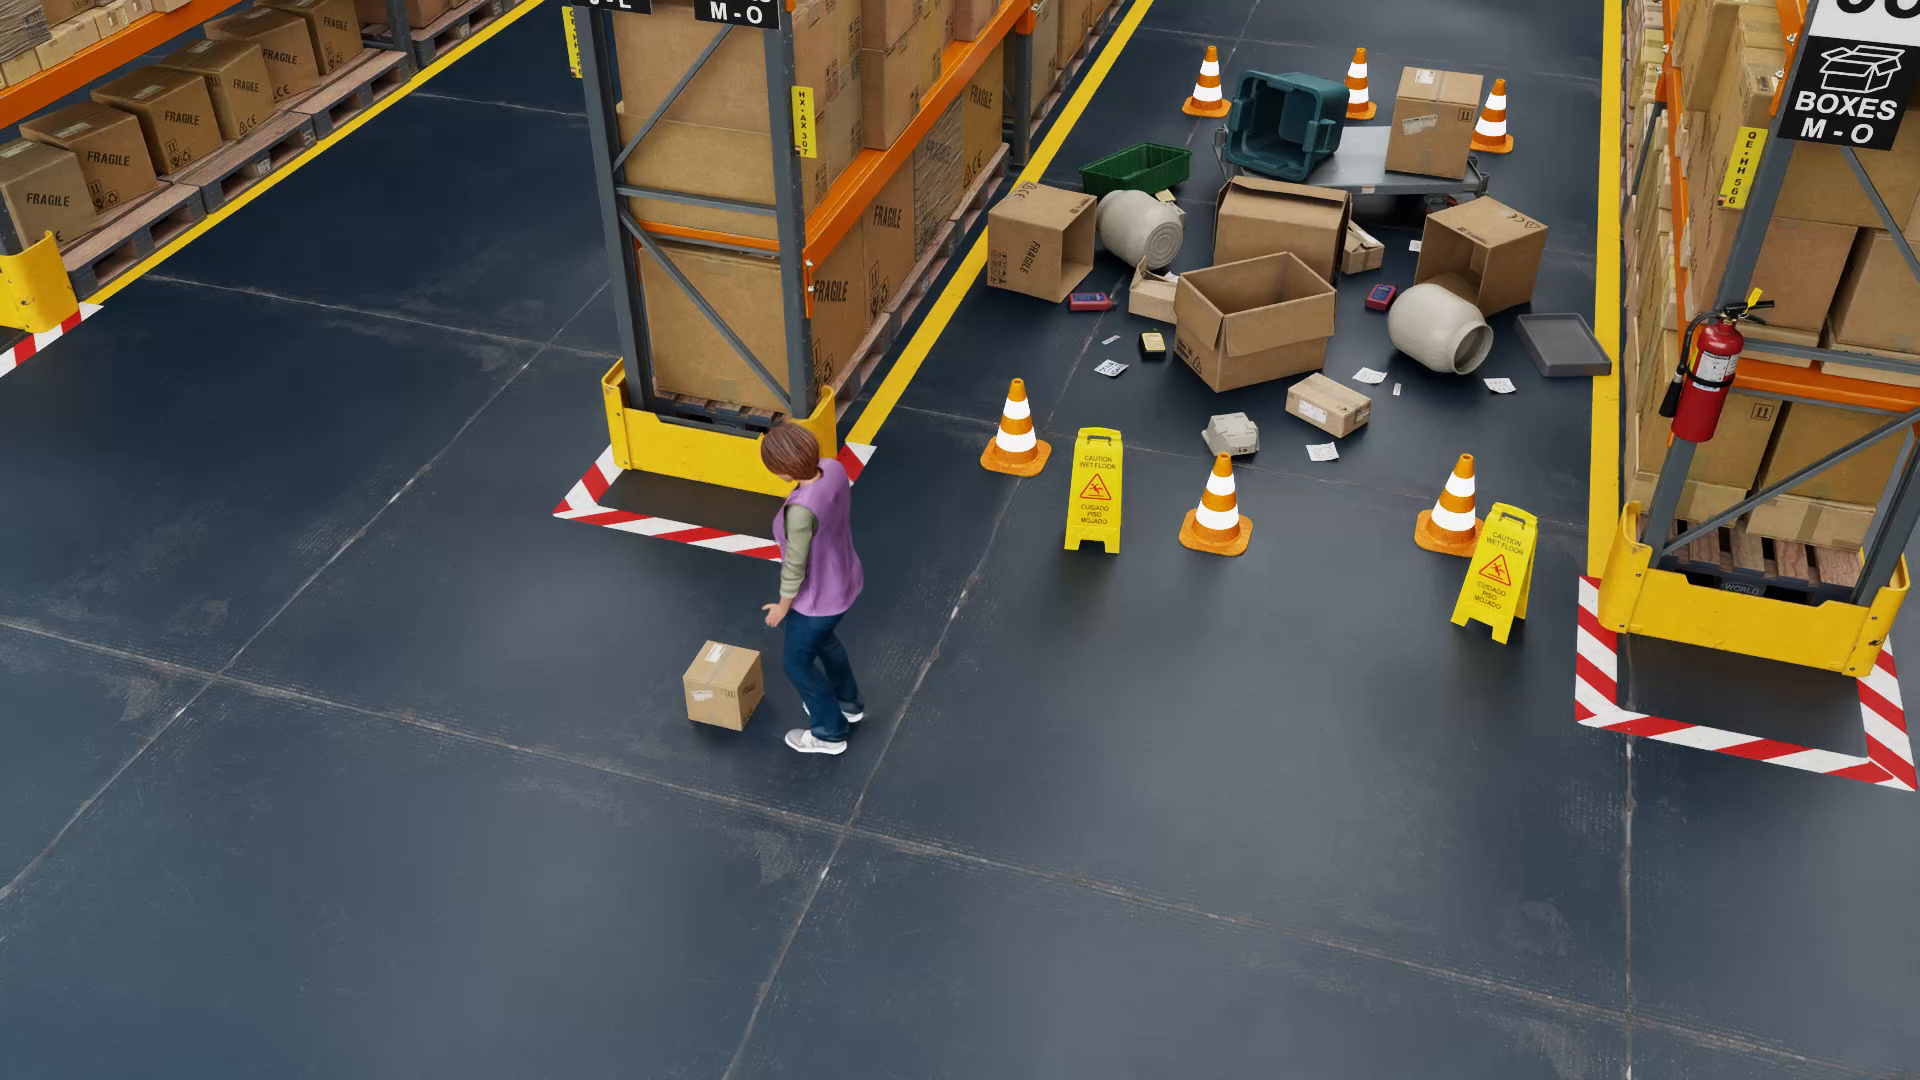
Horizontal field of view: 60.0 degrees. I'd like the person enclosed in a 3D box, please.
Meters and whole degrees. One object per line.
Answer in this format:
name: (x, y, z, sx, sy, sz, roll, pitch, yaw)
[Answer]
person: (-0.558, 0.269, 6.676, 0.309, 1.299, 0.420, 12, 39, 15)
